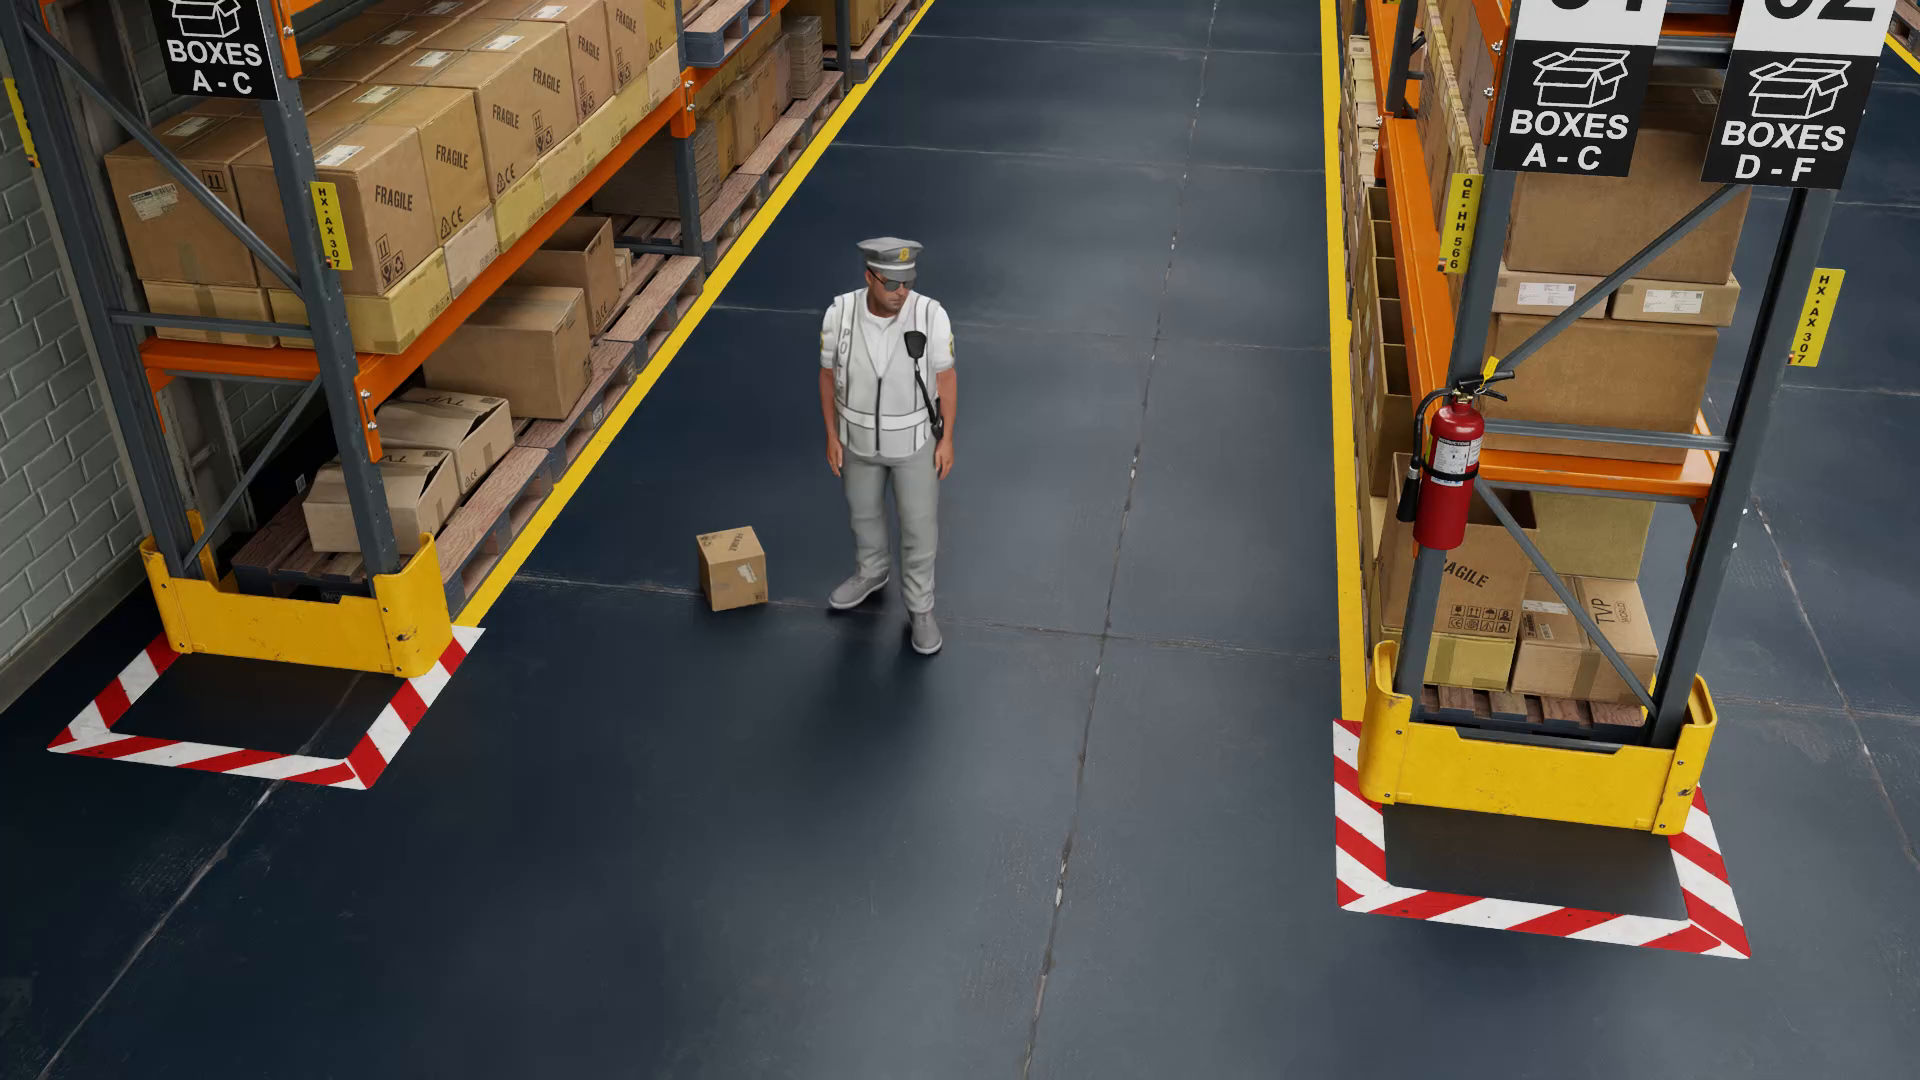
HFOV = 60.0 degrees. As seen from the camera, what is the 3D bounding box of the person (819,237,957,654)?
[{"bbox_3d":[-0.301,-0.411,6.763,0.562,1.755,0.538,5,32,7],"label":"person"}]
